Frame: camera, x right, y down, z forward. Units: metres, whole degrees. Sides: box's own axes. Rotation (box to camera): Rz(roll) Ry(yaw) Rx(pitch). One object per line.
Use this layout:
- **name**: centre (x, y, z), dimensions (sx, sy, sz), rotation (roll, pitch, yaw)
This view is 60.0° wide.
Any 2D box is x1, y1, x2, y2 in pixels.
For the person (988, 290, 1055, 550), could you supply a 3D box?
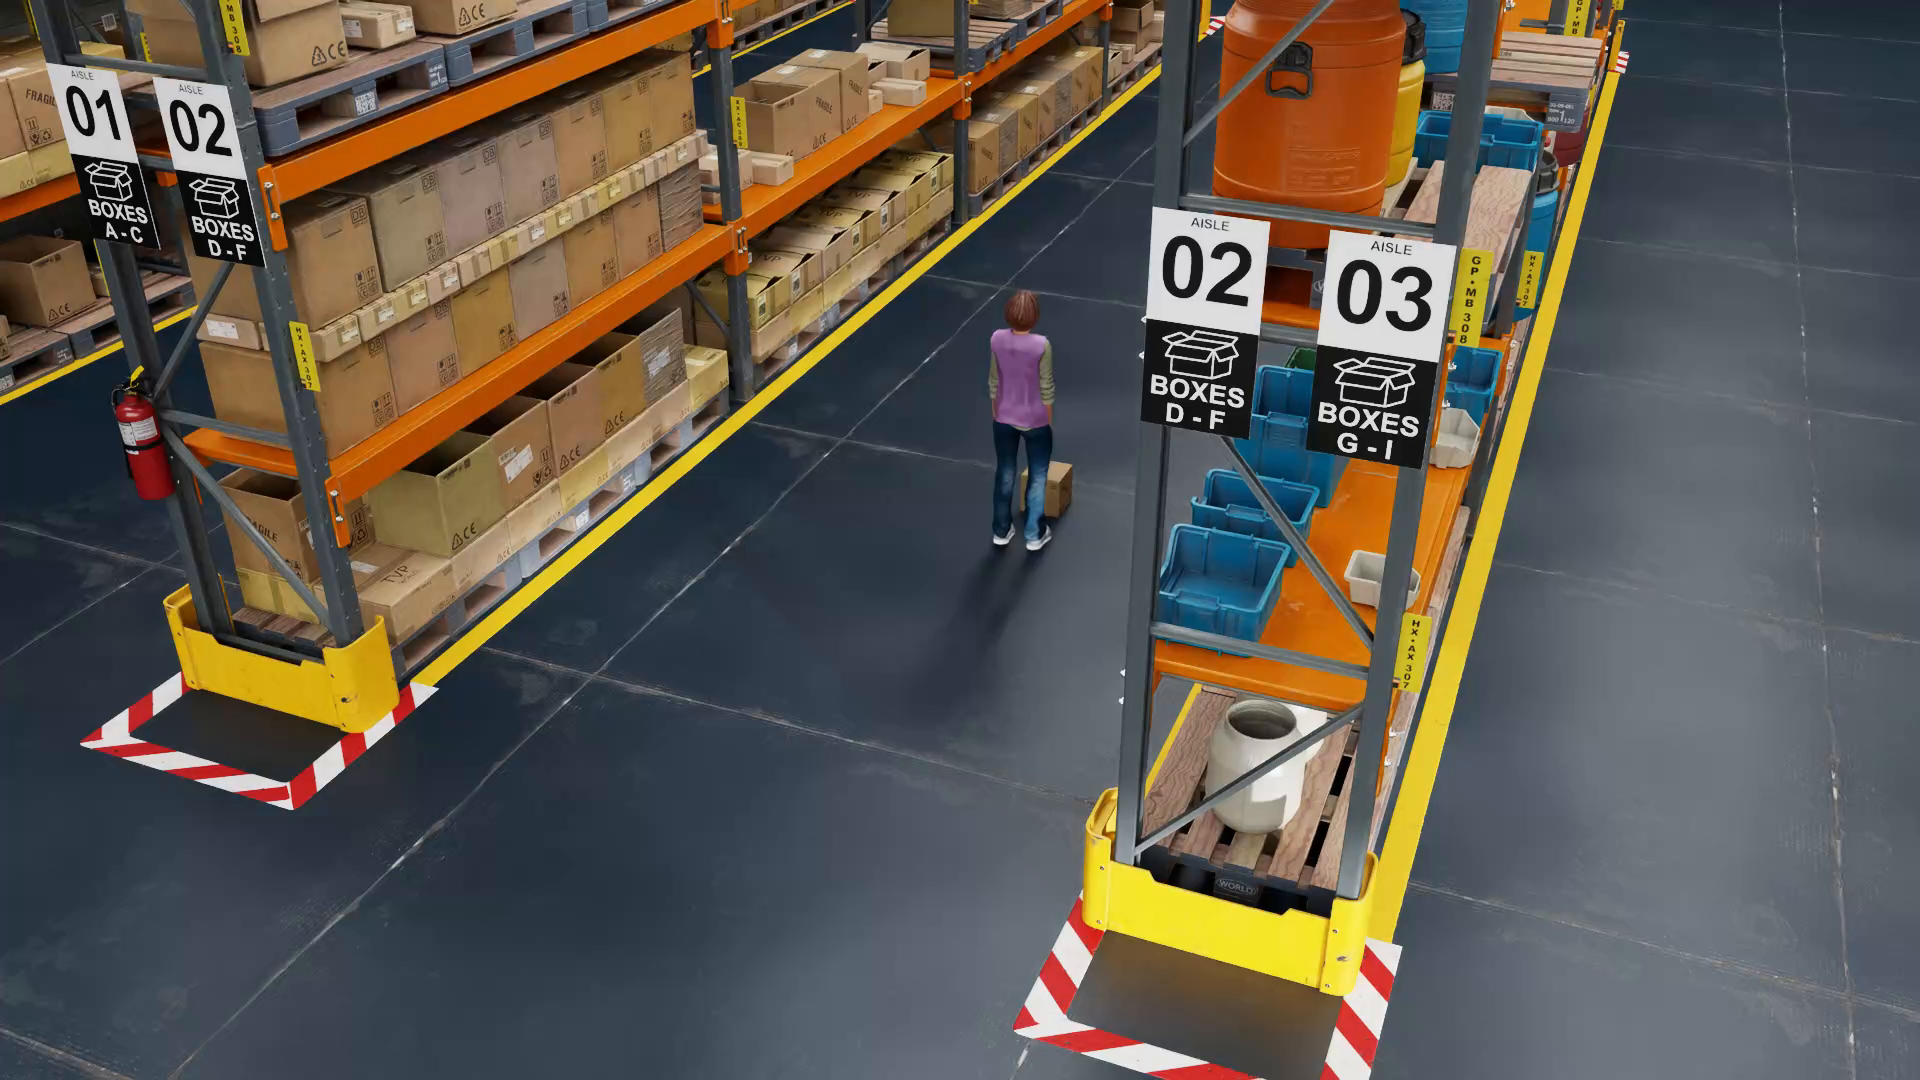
- **person**: centre (0.351, -0.686, 9.594), dimensions (0.409, 1.613, 0.313), rotation (12, 32, 20)
